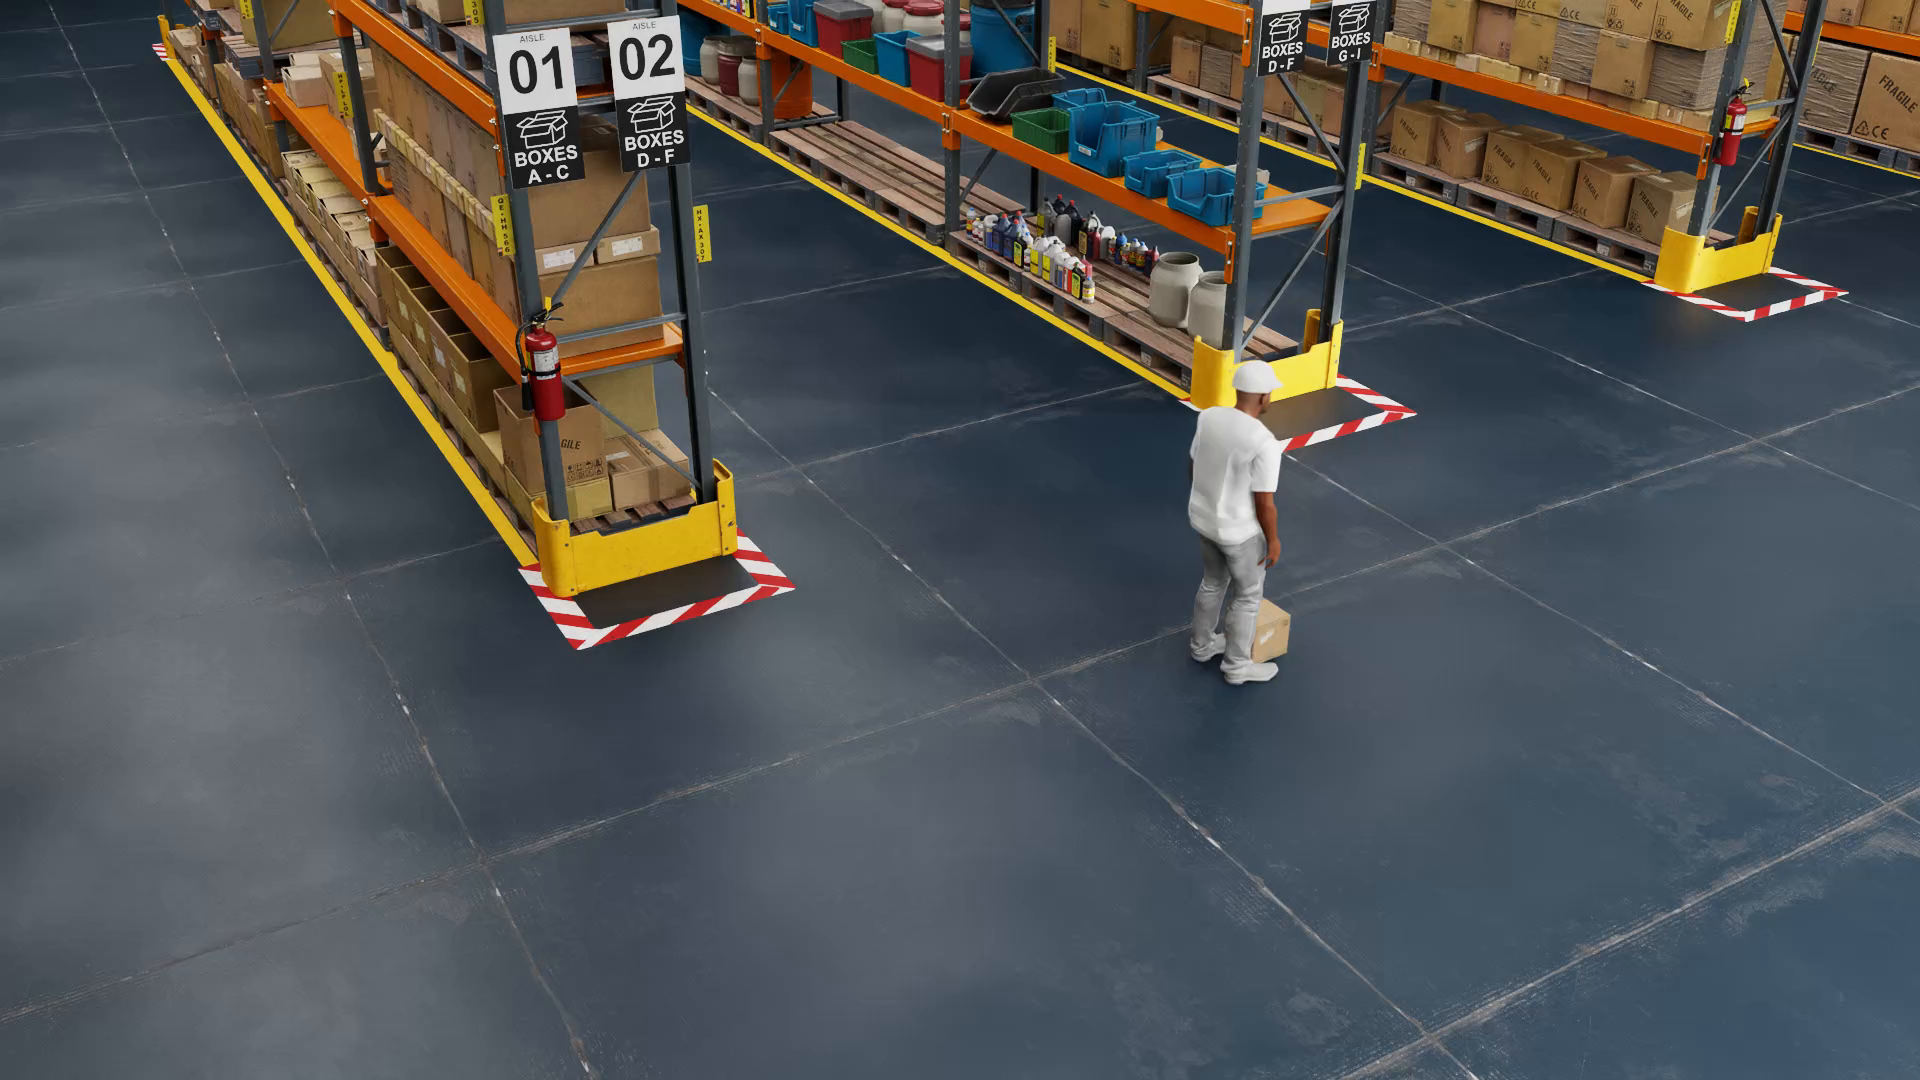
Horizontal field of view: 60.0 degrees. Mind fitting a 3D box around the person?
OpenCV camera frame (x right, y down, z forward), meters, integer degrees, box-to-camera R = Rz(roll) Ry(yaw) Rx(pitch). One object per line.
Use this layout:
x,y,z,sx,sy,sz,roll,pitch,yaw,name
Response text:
1.445,-0.098,8.725,0.462,1.759,0.623,-17,33,-28,person
